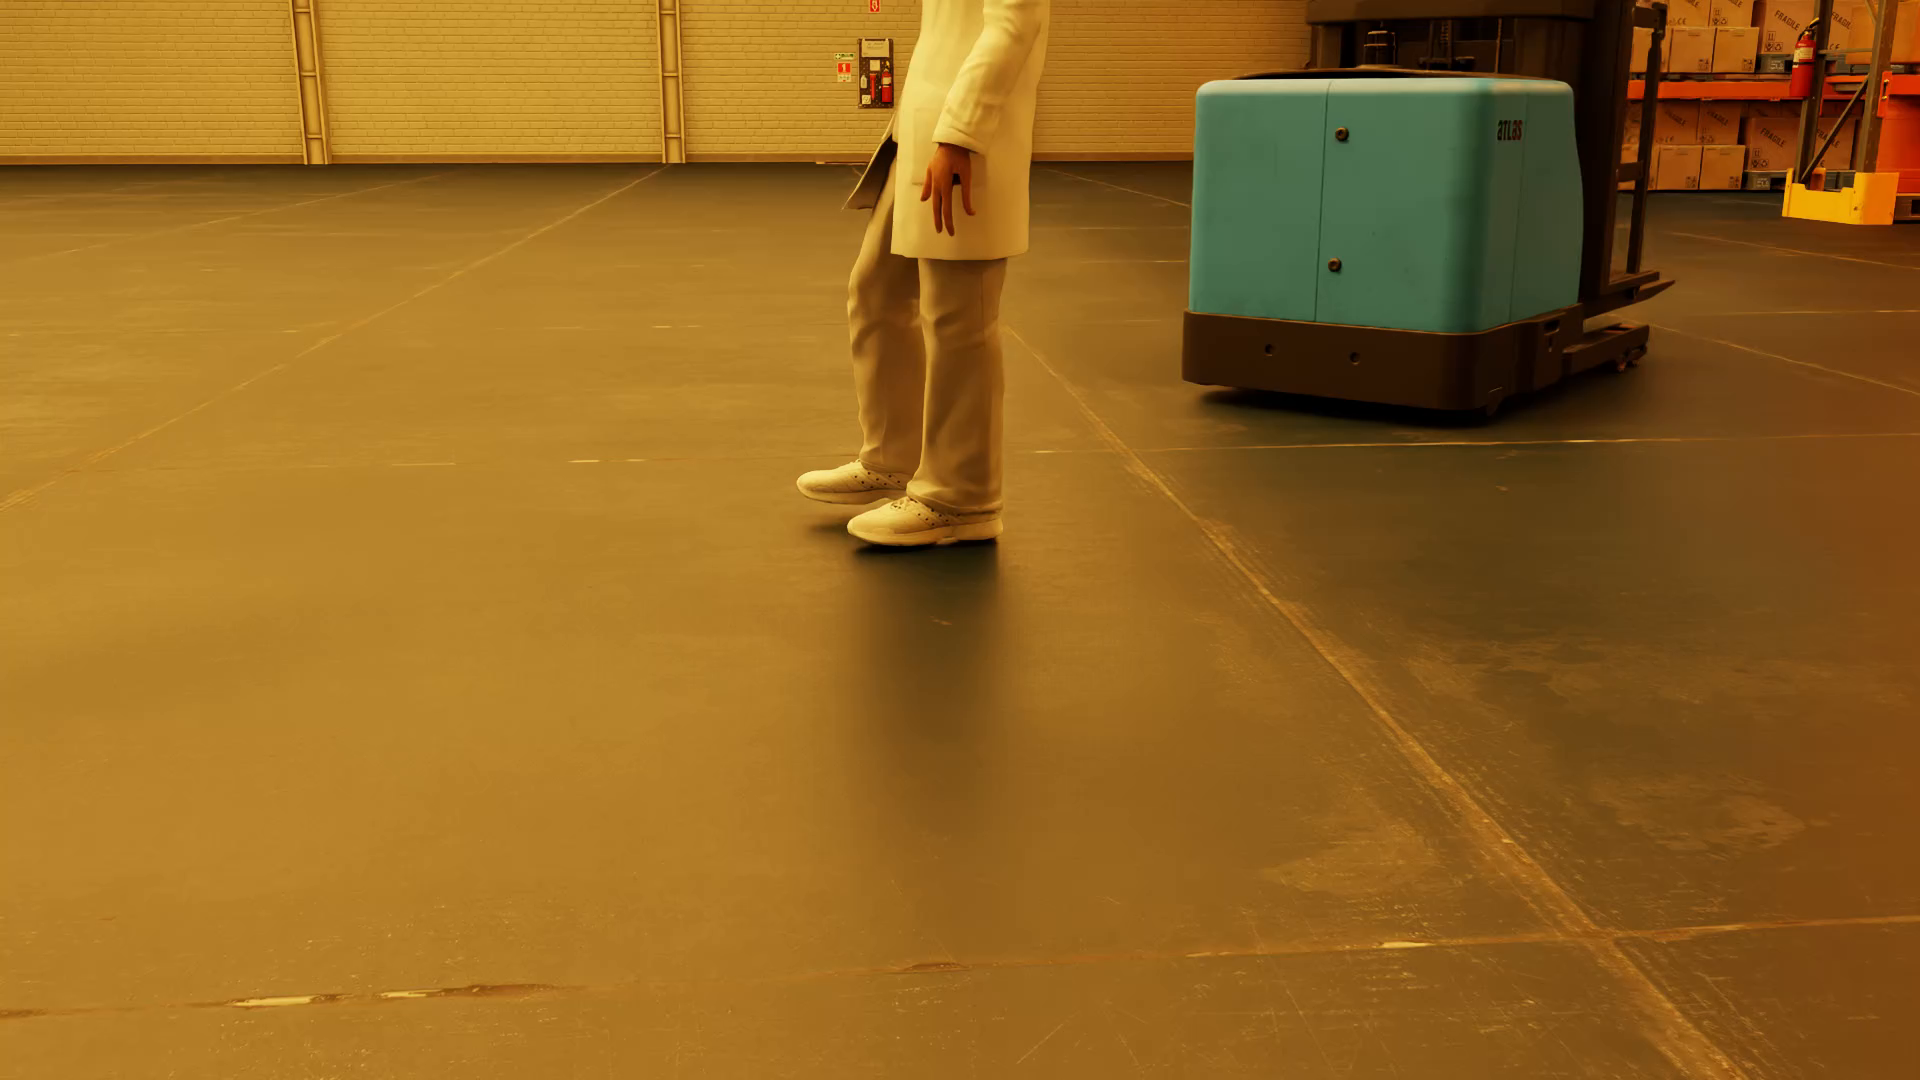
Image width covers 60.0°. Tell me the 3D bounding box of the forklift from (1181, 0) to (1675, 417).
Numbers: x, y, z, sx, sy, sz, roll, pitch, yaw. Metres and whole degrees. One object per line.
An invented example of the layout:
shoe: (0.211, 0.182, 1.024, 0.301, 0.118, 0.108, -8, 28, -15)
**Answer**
forklift: (2.061, -2.128, 6.265, 1.130, 2.935, 3.031, 11, 18, 36)

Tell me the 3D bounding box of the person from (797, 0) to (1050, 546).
person: (-0.091, -0.866, 3.704, 0.582, 1.775, 0.694, -1, 15, -5)
